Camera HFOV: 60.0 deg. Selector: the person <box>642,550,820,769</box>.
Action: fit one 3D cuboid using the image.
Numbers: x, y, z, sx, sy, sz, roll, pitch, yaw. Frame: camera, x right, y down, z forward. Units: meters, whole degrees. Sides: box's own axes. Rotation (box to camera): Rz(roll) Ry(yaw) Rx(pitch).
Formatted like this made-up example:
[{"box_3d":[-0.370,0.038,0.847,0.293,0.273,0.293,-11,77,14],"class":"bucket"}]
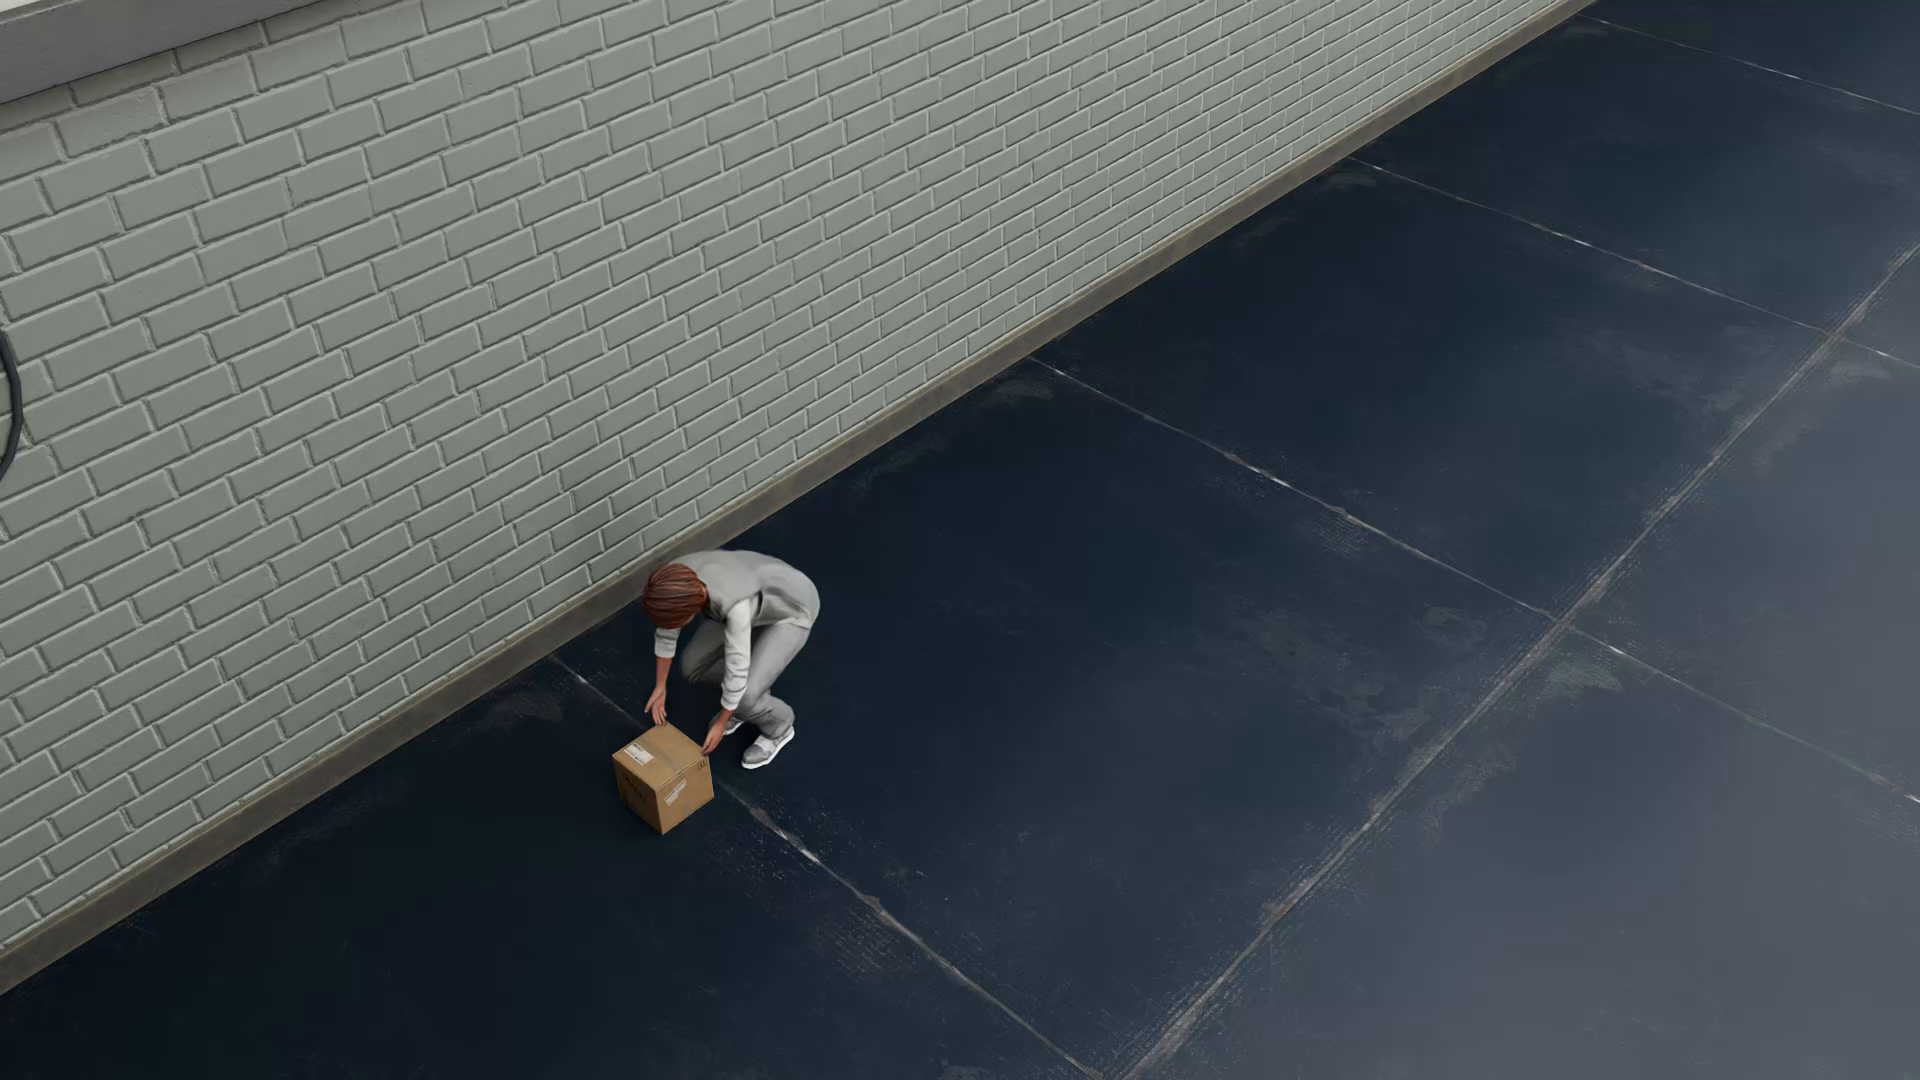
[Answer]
[{"box_3d":[-0.819,0.390,6.106,0.461,1.075,0.754,30,49,31],"class":"person"}]
